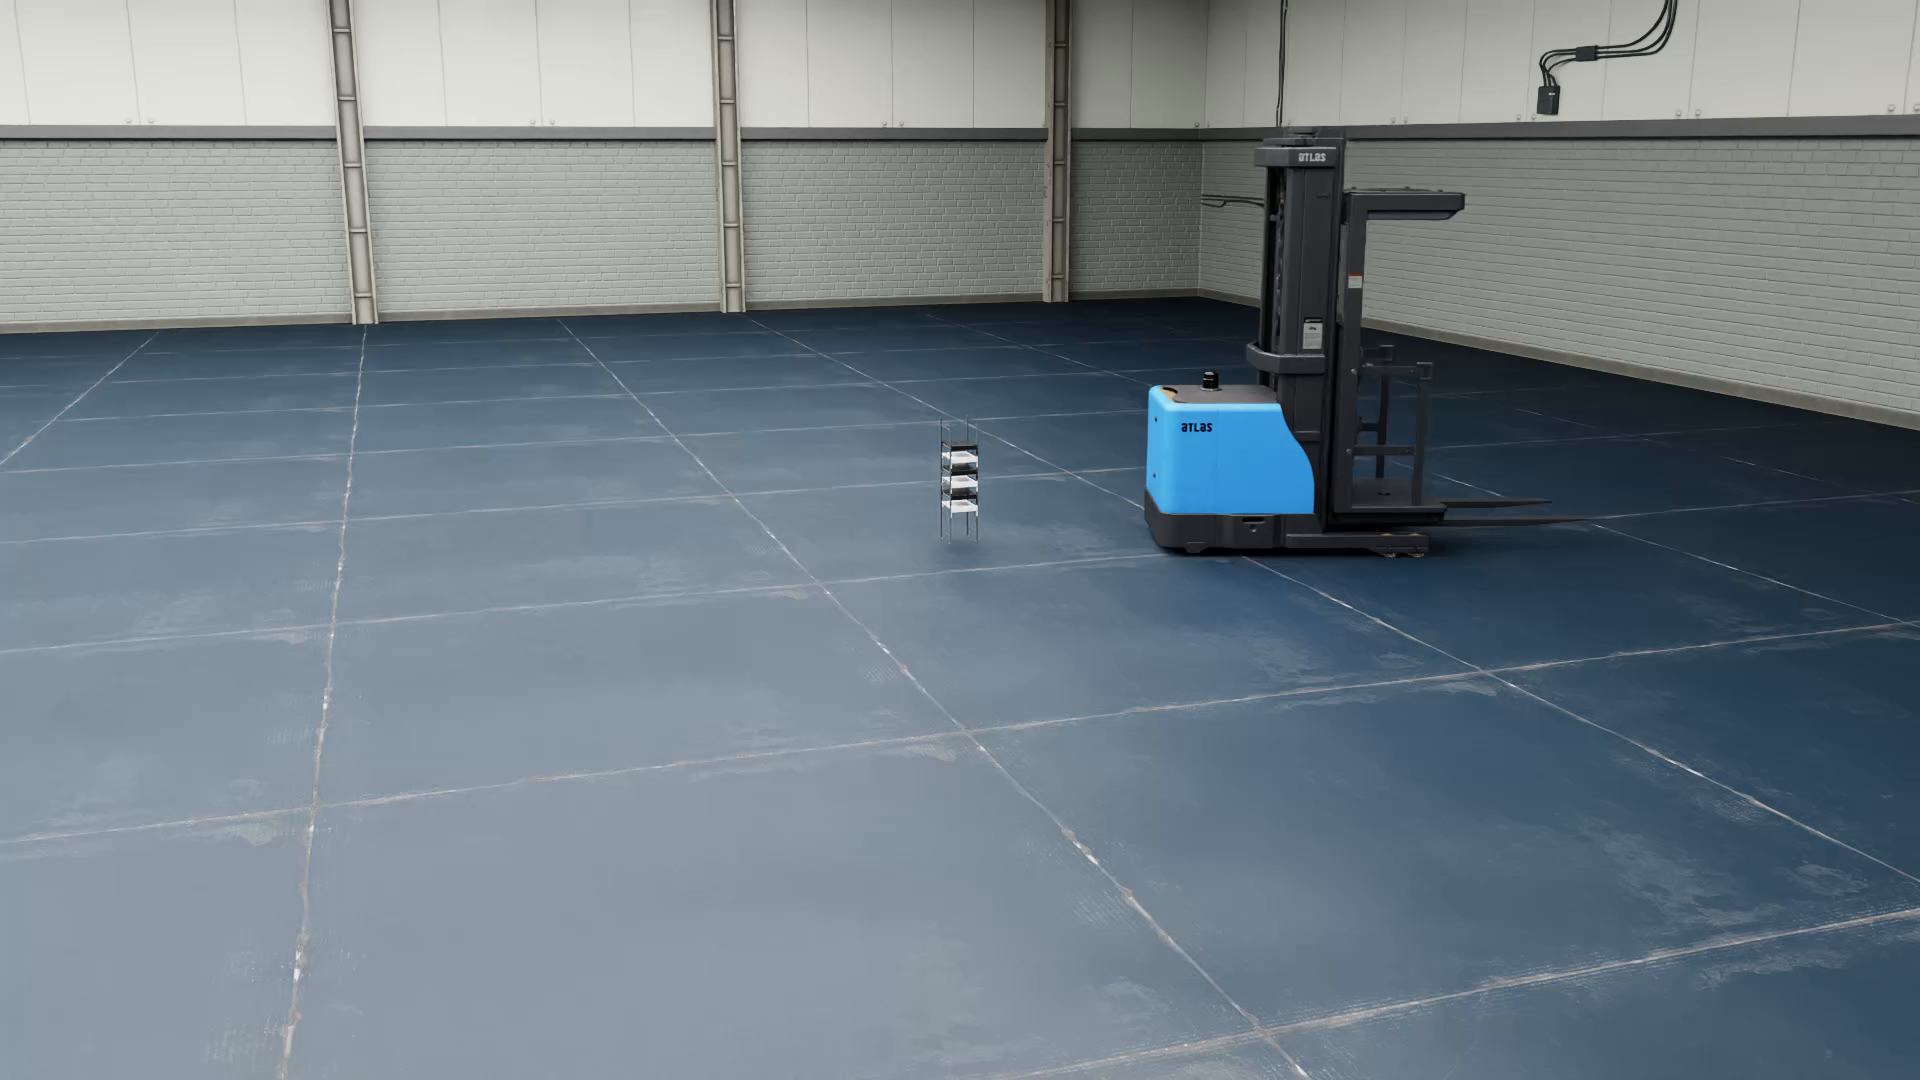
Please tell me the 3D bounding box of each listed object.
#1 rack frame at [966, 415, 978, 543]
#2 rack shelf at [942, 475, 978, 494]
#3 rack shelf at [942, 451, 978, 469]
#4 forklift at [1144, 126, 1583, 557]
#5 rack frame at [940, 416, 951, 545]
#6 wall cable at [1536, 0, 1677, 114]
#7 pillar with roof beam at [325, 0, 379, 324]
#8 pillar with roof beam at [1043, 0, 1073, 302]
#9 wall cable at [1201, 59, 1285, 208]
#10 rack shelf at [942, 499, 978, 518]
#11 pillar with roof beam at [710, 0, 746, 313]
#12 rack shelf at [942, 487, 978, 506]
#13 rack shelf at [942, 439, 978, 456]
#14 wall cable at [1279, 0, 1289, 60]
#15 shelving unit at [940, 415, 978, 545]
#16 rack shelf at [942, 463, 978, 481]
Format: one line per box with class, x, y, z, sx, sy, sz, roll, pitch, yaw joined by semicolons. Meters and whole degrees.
rack frame;0.089;-0.445;12.068;0.006;0.900;0.240;-4;14;-18
rack shelf;-0.008;-0.405;12.044;0.200;0.077;0.258;-4;14;-18
rack shelf;-0.008;-0.580;12.002;0.200;0.077;0.258;-4;14;-18
forklift;2.906;-1.428;11.812;3.031;2.935;1.130;0;13;-1
rack frame;-0.104;-0.430;12.005;0.006;0.900;0.240;-4;14;-18
wall cable;7.984;-8.274;20.131;0.169;6.003;2.305;-4;14;-18
pillar with roof beam;-8.243;-6.945;21.895;0.400;9.000;9.100;-4;14;-18
pillar with roof beam;3.131;-7.831;25.619;0.400;9.000;9.100;-4;14;-18
wall cable;4.971;-7.192;29.642;0.112;2.526;3.097;-4;14;-18
rack shelf;-0.008;-0.230;12.086;0.200;0.077;0.258;-4;14;-18
pillar with roof beam;-2.556;-7.388;23.757;0.400;9.000;9.100;-4;14;-18
rack shelf;-0.008;-0.317;12.065;0.200;0.077;0.258;-4;14;-18
rack shelf;-0.008;-0.667;11.981;0.200;0.077;0.258;-4;14;-18
wall cable;5.834;-9.056;26.563;0.112;2.526;3.097;-4;14;-18
shelving unit;-0.008;-0.437;12.036;0.210;0.900;0.258;-4;14;-18
rack shelf;-0.008;-0.492;12.023;0.200;0.077;0.258;-4;14;-18
